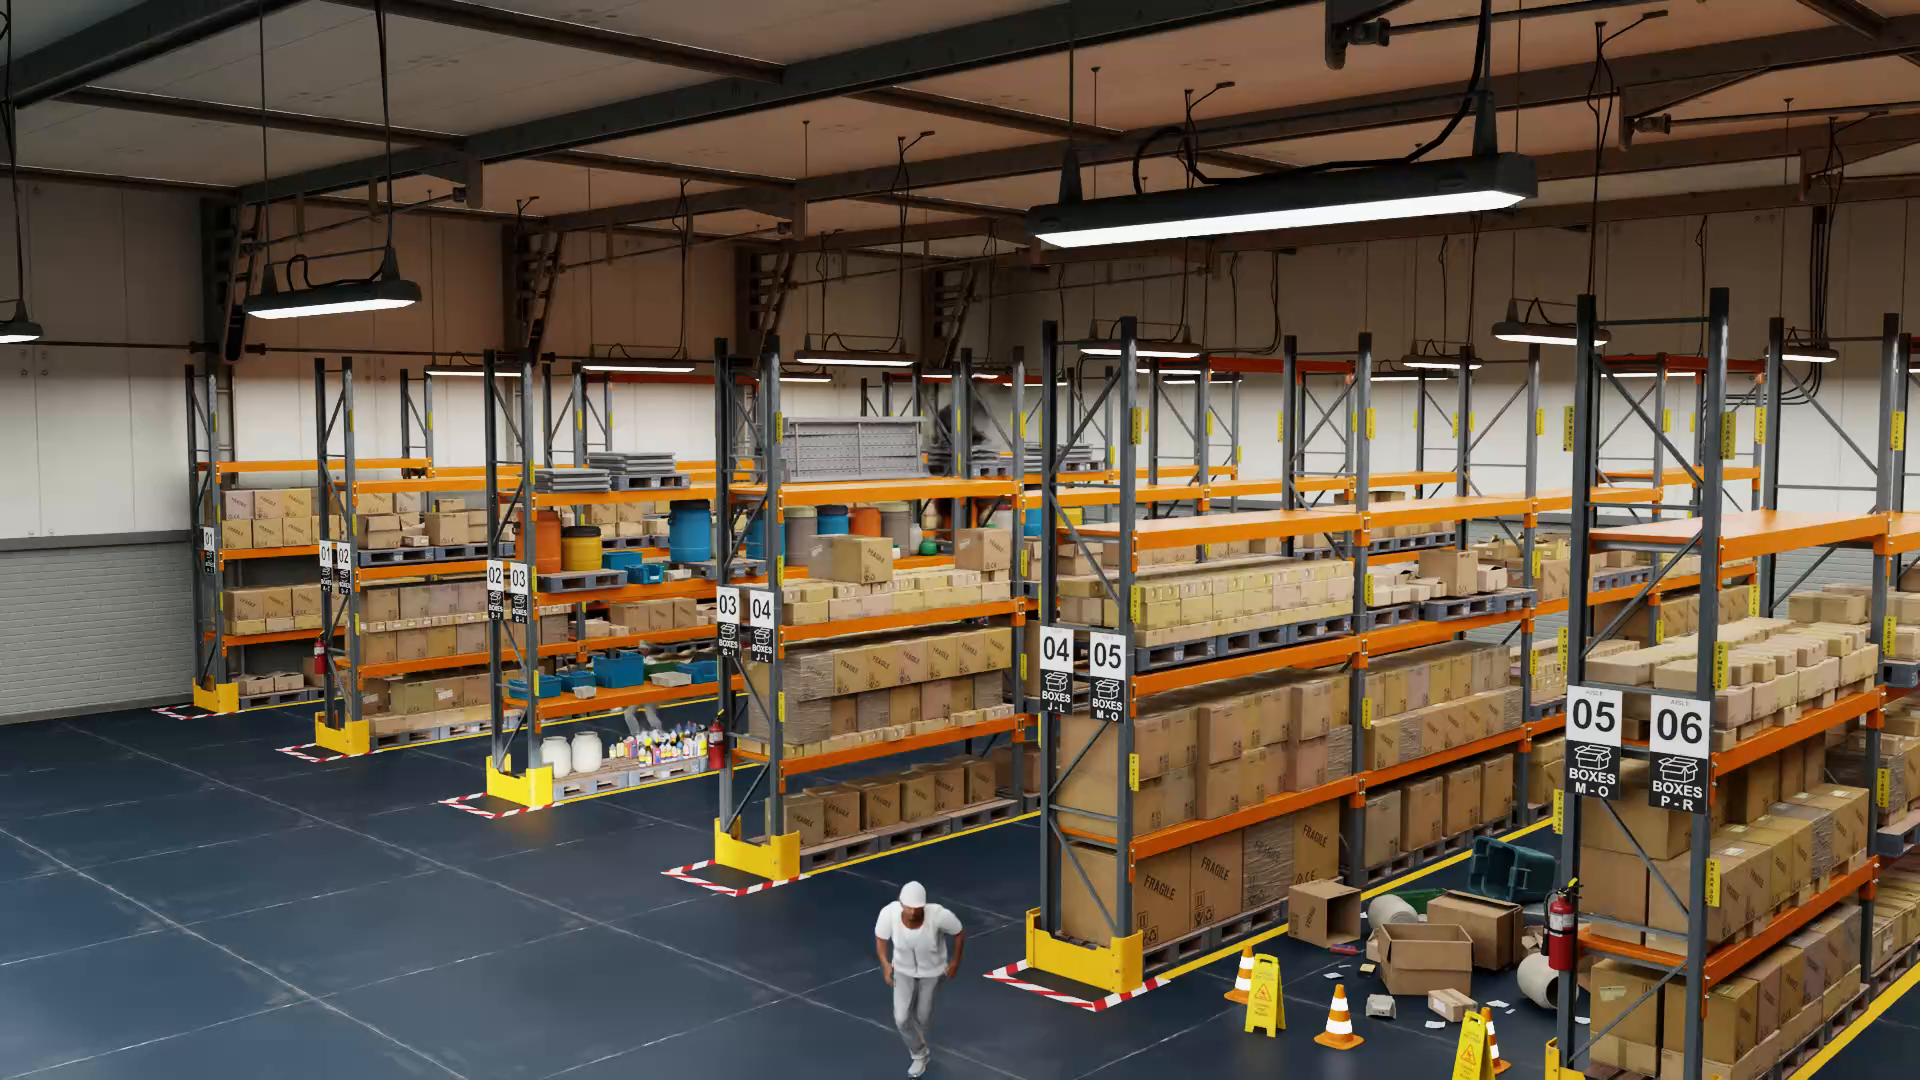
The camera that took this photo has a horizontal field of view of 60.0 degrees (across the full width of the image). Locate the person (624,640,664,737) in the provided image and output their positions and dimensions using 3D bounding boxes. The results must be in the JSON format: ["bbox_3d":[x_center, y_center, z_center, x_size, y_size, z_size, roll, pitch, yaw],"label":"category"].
[{"bbox_3d":[-4.838,2.381,25.411,0.541,1.741,0.712,3,5,35],"label":"person"}]

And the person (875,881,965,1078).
[{"bbox_3d":[-0.306,3.381,13.046,0.707,1.609,0.994,0,4,6],"label":"person"}]
